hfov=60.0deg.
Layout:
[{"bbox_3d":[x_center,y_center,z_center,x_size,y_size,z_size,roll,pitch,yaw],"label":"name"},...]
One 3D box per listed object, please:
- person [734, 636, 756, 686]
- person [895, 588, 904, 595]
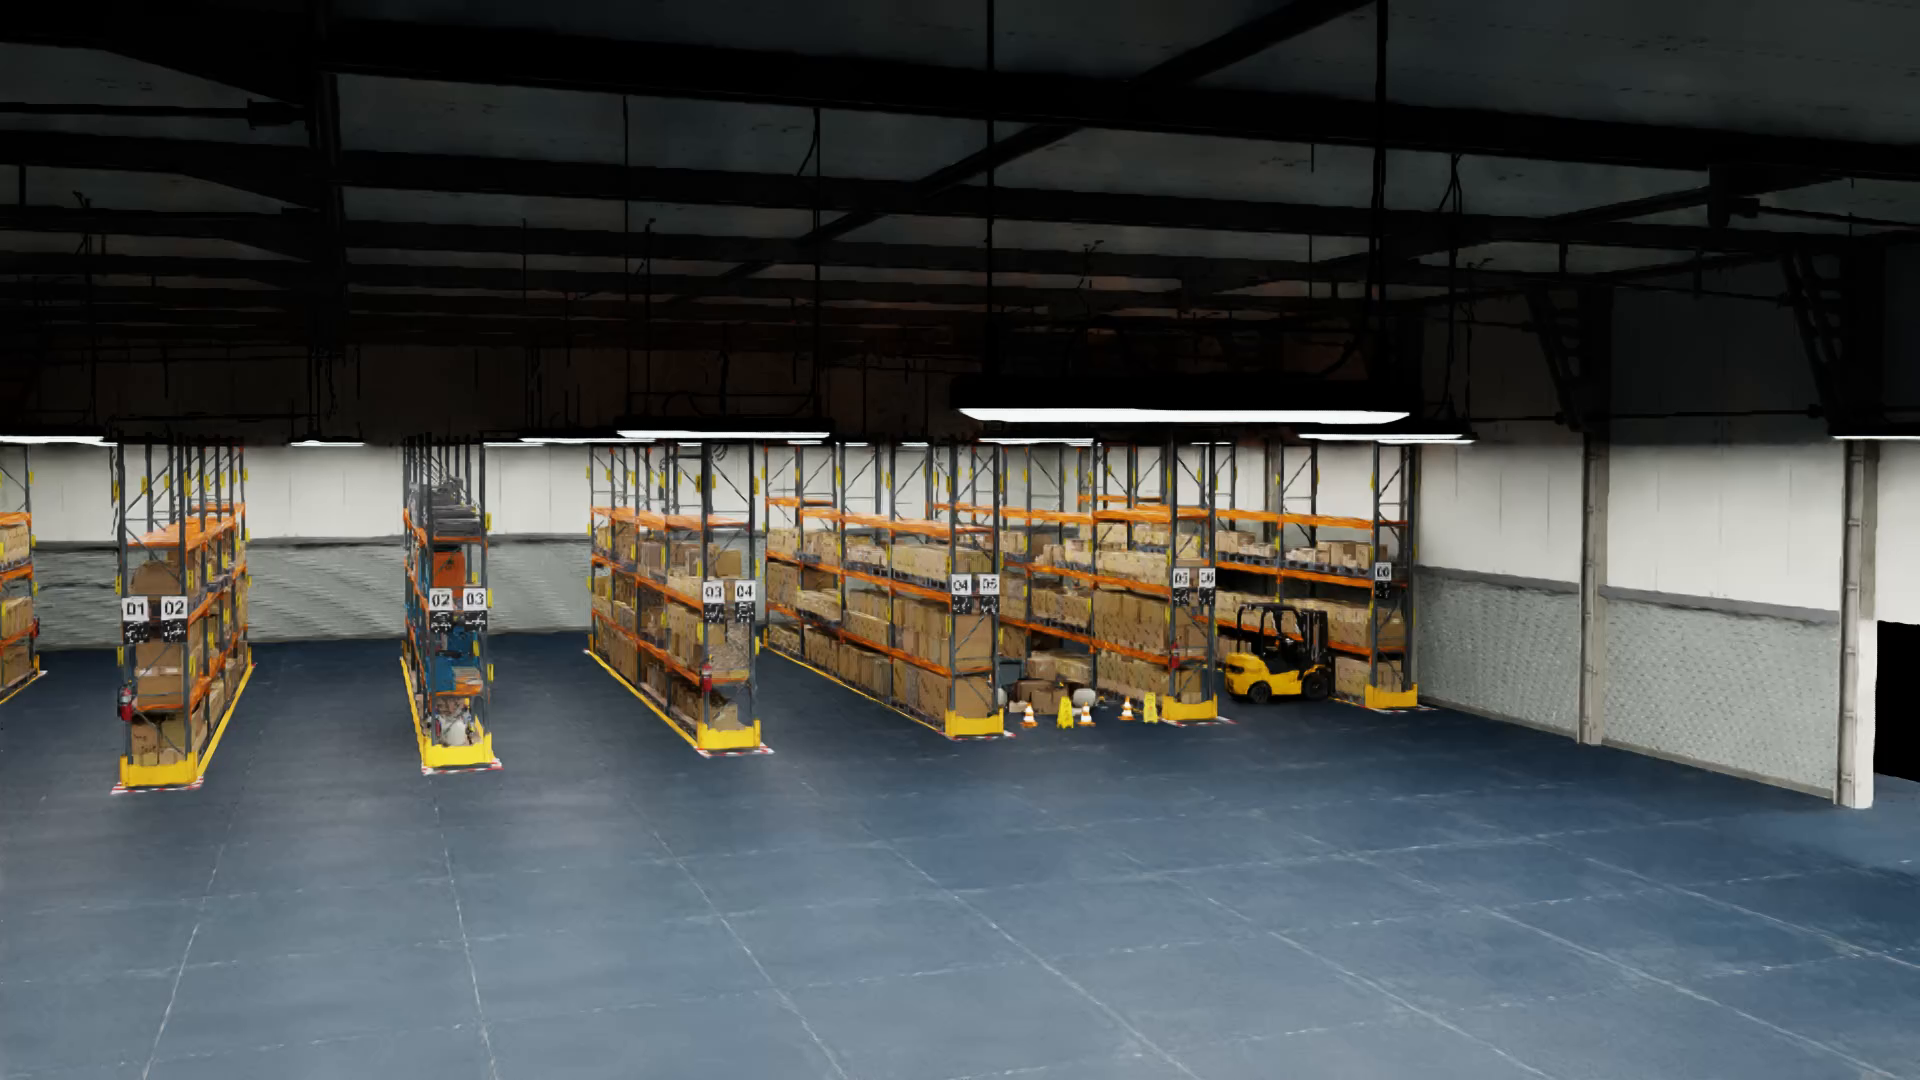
[{"bbox_3d":[-5.164,2.725,39.888,0.592,1.590,0.518,-1,3,-22],"label":"person"},{"bbox_3d":[-2.002,2.029,52.440,0.862,1.560,0.472,3,4,42],"label":"person"}]
